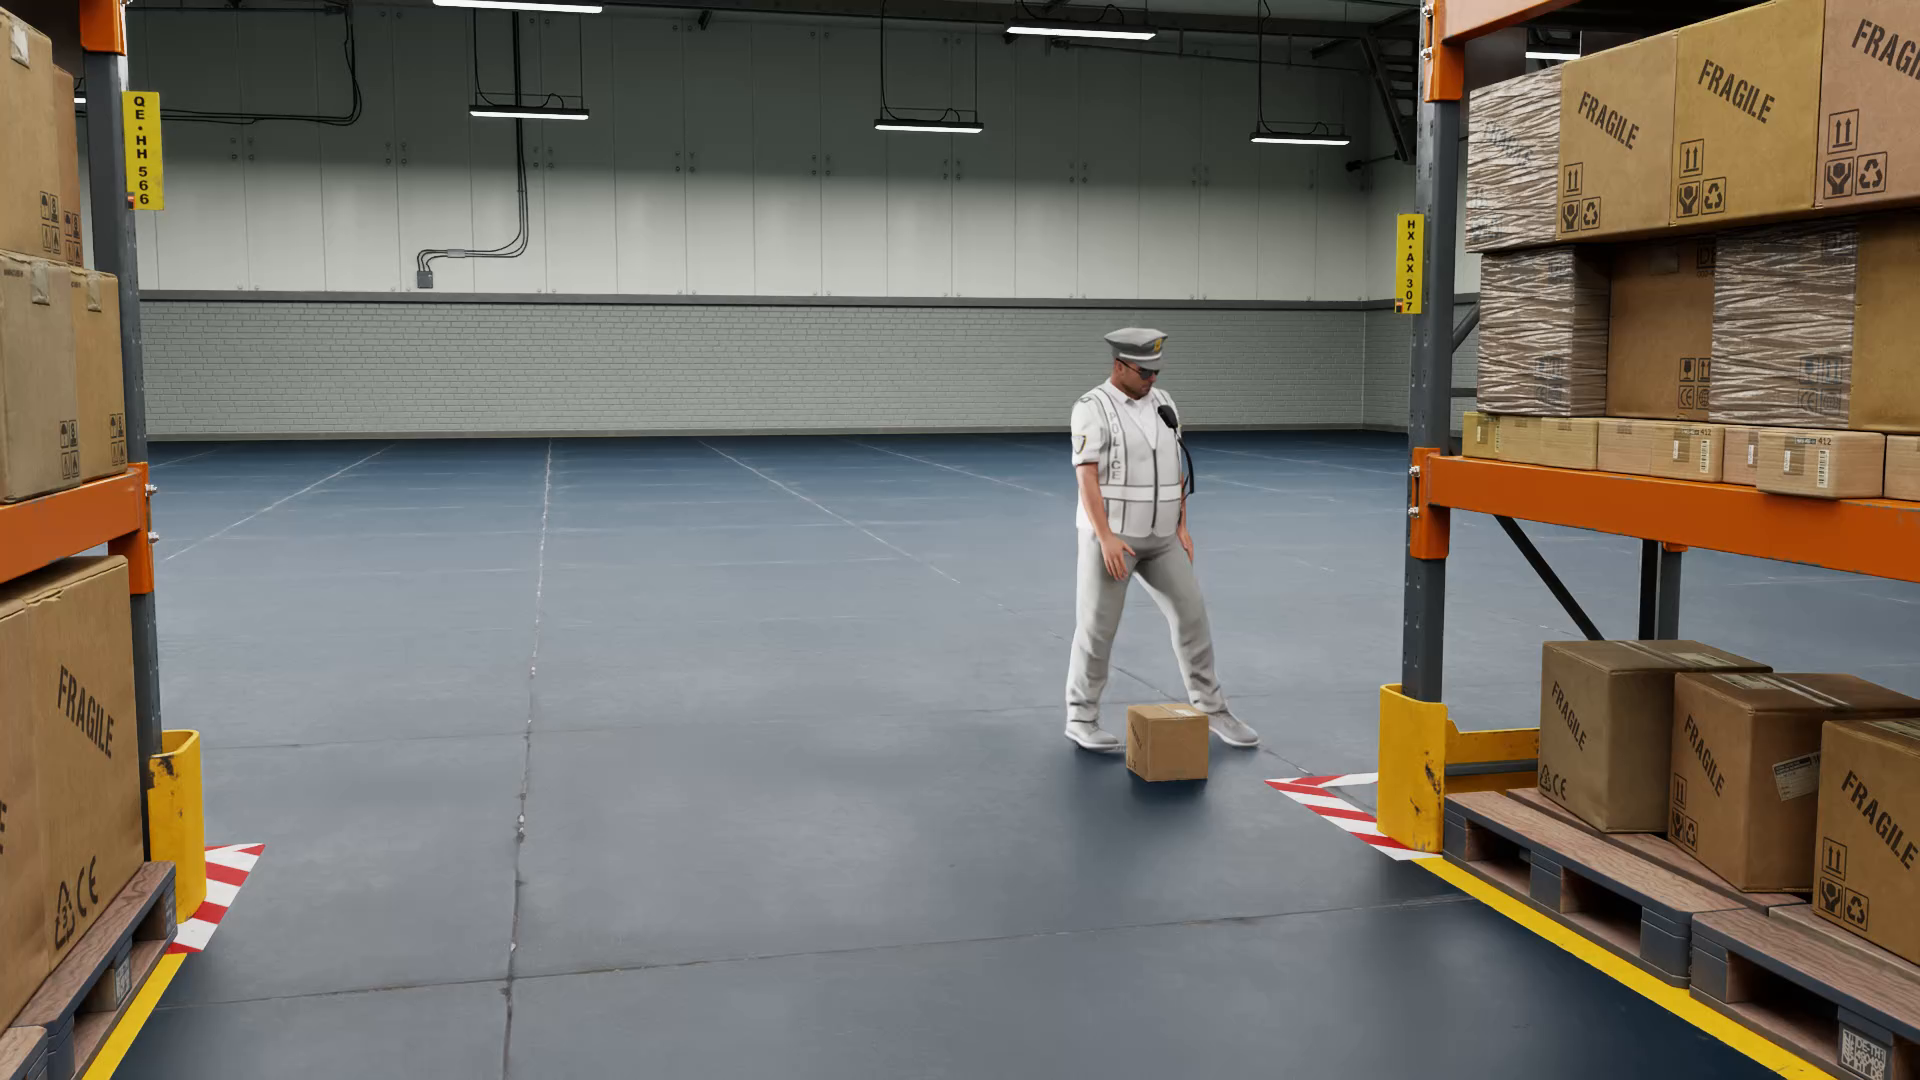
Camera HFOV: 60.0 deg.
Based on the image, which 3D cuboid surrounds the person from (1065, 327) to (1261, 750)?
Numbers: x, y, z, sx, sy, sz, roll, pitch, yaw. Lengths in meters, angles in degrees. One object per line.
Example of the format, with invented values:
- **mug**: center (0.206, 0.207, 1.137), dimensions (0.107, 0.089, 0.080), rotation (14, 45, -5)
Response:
- **person**: center (0.832, -0.008, 6.924), dimensions (0.738, 1.742, 0.549), rotation (-3, 7, -28)
